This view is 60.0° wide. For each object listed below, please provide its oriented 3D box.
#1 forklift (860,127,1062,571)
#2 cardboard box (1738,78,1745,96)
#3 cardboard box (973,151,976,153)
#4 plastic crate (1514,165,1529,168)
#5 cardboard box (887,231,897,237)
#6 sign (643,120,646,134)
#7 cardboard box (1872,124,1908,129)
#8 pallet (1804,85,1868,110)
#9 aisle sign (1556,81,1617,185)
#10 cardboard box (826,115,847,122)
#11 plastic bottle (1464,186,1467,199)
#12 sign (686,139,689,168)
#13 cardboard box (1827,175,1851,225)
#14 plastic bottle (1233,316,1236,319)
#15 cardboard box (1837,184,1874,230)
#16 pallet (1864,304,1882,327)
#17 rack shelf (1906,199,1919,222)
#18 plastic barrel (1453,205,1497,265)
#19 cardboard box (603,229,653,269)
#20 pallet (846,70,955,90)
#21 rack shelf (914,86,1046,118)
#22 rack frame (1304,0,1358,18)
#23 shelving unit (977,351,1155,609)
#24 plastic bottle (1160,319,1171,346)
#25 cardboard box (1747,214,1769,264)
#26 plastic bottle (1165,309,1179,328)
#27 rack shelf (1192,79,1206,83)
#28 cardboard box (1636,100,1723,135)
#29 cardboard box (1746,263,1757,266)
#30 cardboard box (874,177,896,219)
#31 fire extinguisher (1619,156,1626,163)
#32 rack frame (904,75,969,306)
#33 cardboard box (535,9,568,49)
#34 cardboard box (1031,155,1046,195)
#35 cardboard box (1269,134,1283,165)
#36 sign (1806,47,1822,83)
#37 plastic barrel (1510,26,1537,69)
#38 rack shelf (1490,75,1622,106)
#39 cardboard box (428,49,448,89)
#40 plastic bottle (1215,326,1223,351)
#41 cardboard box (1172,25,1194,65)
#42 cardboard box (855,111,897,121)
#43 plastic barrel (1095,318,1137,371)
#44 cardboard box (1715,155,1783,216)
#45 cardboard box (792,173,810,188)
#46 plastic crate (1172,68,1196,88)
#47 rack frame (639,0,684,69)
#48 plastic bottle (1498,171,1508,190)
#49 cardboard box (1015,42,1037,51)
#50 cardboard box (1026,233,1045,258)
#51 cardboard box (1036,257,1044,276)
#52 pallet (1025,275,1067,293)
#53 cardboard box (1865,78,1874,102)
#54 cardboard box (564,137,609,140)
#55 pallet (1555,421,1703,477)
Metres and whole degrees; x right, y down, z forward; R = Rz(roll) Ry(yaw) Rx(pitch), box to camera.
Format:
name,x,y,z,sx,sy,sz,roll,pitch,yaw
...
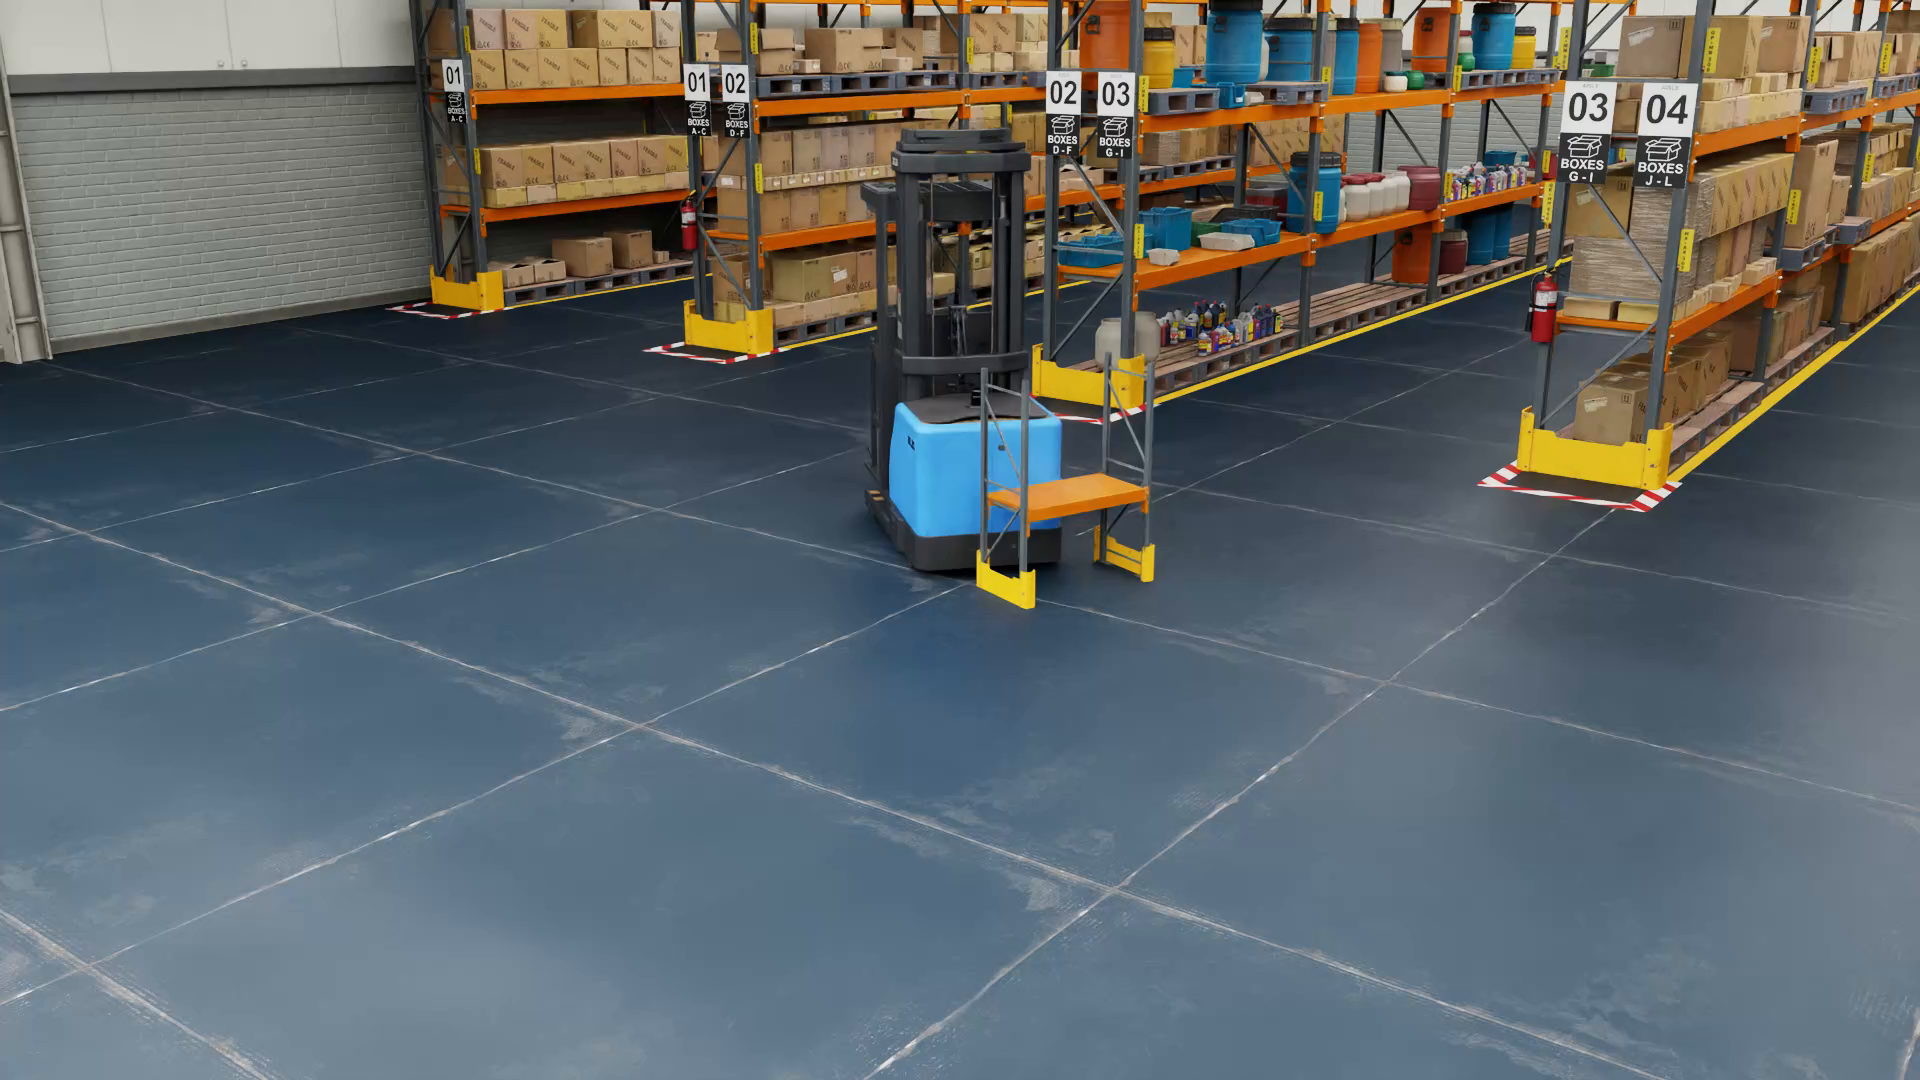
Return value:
name,x,y,z,sx,sy,sz,roll,pitch,yaw
forklift,-0.120,-1.587,12.412,1.130,2.935,3.031,-4,18,-12
cardboard box,6.406,-3.836,14.061,0.380,0.149,0.250,11,21,32
cardboard box,0.063,-7.008,30.142,0.380,0.149,0.250,12,21,35
plastic crate,8.877,-5.901,26.550,0.437,0.125,0.590,12,21,35
cardboard box,-0.845,-3.851,22.249,0.500,0.500,0.500,12,21,35
sign,-4.745,-6.185,25.150,0.100,0.325,0.005,12,21,35
cardboard box,13.682,-5.885,24.625,0.500,0.500,0.500,12,21,33
pallet,8.706,-4.627,17.346,1.213,0.211,1.003,12,21,35
aisle sign,4.976,-3.236,13.223,0.394,0.787,0.004,12,21,35
cardboard box,-2.096,-6.968,27.619,0.380,0.149,0.250,9,20,28
plastic bottle,7.006,-4.853,23.147,0.097,0.201,0.097,0,17,0
sign,-3.128,-4.473,19.237,0.100,0.325,0.005,12,21,35
cardboard box,9.478,-3.824,18.622,0.500,0.500,0.700,-16,24,-42
plastic bottle,3.102,-2.382,18.695,0.061,0.283,0.133,12,21,35
cardboard box,10.528,-3.977,19.824,0.500,0.500,0.500,13,22,36
pallet,11.278,-2.994,21.528,1.003,0.211,1.213,12,21,35
rack shelf,13.595,-4.947,24.329,1.077,0.370,4.000,12,21,35
plastic barrel,7.666,-4.593,24.805,0.600,0.901,0.708,12,21,35
cardboard box,-4.884,-4.297,24.495,0.500,0.500,0.500,11,20,31
pallet,-0.804,-5.843,21.092,1.003,0.211,1.213,12,21,35
rack shelf,0.875,-6.226,23.388,1.077,0.370,4.000,12,21,35
rack frame,6.833,-10.383,30.507,1.000,3.000,0.127,12,21,35
shelving unit,0.717,-0.424,11.080,1.083,1.500,0.587,-11,20,-32
plastic bottle,2.276,-2.296,18.417,0.061,0.283,0.133,12,21,35
cardboard box,7.319,-3.002,16.184,0.875,0.500,0.500,12,21,35
plastic bottle,2.368,-2.420,18.702,0.144,0.351,0.185,13,22,37
rack shelf,3.258,-7.178,26.456,1.077,0.370,4.000,12,21,35
cardboard box,5.748,-3.386,13.285,0.500,0.250,0.500,13,22,36
cardboard box,7.391,-2.579,15.914,0.380,0.149,0.250,12,21,35
cardboard box,-1.187,-4.356,21.043,0.700,0.500,0.500,13,21,35
fire extinguisher,11.264,-6.383,28.499,0.296,0.674,0.183,12,21,35
rack frame,-0.317,-4.660,22.193,1.000,3.000,0.127,12,21,35
cardboard box,-5.620,-6.833,22.242,0.500,0.500,0.500,13,22,36
cardboard box,1.080,-5.258,23.950,0.500,0.500,0.500,11,20,32
cardboard box,5.275,-6.809,28.944,0.500,0.500,0.500,13,21,36
sign,8.077,-4.494,15.728,0.100,0.325,0.005,12,21,35
plastic barrel,8.045,-7.159,24.156,0.600,0.588,0.600,0,17,0
rack shelf,9.617,-7.255,26.703,1.077,0.370,4.000,12,21,35
cardboard box,-6.635,-6.216,21.942,0.500,0.500,0.500,14,22,39
plastic bottle,2.810,-2.197,18.119,0.097,0.271,0.097,0,17,0
cardboard box,3.298,-7.869,26.423,0.600,0.600,0.600,11,21,33
cardboard box,-1.419,-7.114,28.127,0.500,0.250,0.500,13,22,36
plastic barrel,1.606,-2.014,17.158,0.421,0.512,0.421,0,17,0
cardboard box,7.293,-3.301,15.460,0.500,0.500,0.500,12,21,35
cardboard box,-1.989,-4.243,19.587,0.380,0.149,0.250,13,21,35
plastic crate,2.170,-4.764,17.495,0.392,0.384,0.575,12,21,35
rack frame,-4.297,-8.400,24.119,1.000,3.000,0.127,12,21,35
plastic bottle,7.932,-5.272,24.372,0.152,0.276,0.135,12,21,35
cardboard box,1.093,-9.167,31.025,0.500,0.250,0.500,12,21,35
cardboard box,1.044,-4.236,23.810,0.500,0.311,0.500,13,22,36
cardboard box,1.038,-3.966,23.886,0.500,0.250,0.500,13,21,36
pallet,0.817,-3.803,24.133,1.003,0.211,1.213,12,21,35
cardboard box,9.934,-5.066,18.694,0.500,0.250,0.500,12,21,35
cardboard box,-5.358,-5.515,23.901,0.500,0.500,0.500,13,22,36
pallet,5.811,-0.830,14.560,1.003,0.211,1.213,12,21,35
